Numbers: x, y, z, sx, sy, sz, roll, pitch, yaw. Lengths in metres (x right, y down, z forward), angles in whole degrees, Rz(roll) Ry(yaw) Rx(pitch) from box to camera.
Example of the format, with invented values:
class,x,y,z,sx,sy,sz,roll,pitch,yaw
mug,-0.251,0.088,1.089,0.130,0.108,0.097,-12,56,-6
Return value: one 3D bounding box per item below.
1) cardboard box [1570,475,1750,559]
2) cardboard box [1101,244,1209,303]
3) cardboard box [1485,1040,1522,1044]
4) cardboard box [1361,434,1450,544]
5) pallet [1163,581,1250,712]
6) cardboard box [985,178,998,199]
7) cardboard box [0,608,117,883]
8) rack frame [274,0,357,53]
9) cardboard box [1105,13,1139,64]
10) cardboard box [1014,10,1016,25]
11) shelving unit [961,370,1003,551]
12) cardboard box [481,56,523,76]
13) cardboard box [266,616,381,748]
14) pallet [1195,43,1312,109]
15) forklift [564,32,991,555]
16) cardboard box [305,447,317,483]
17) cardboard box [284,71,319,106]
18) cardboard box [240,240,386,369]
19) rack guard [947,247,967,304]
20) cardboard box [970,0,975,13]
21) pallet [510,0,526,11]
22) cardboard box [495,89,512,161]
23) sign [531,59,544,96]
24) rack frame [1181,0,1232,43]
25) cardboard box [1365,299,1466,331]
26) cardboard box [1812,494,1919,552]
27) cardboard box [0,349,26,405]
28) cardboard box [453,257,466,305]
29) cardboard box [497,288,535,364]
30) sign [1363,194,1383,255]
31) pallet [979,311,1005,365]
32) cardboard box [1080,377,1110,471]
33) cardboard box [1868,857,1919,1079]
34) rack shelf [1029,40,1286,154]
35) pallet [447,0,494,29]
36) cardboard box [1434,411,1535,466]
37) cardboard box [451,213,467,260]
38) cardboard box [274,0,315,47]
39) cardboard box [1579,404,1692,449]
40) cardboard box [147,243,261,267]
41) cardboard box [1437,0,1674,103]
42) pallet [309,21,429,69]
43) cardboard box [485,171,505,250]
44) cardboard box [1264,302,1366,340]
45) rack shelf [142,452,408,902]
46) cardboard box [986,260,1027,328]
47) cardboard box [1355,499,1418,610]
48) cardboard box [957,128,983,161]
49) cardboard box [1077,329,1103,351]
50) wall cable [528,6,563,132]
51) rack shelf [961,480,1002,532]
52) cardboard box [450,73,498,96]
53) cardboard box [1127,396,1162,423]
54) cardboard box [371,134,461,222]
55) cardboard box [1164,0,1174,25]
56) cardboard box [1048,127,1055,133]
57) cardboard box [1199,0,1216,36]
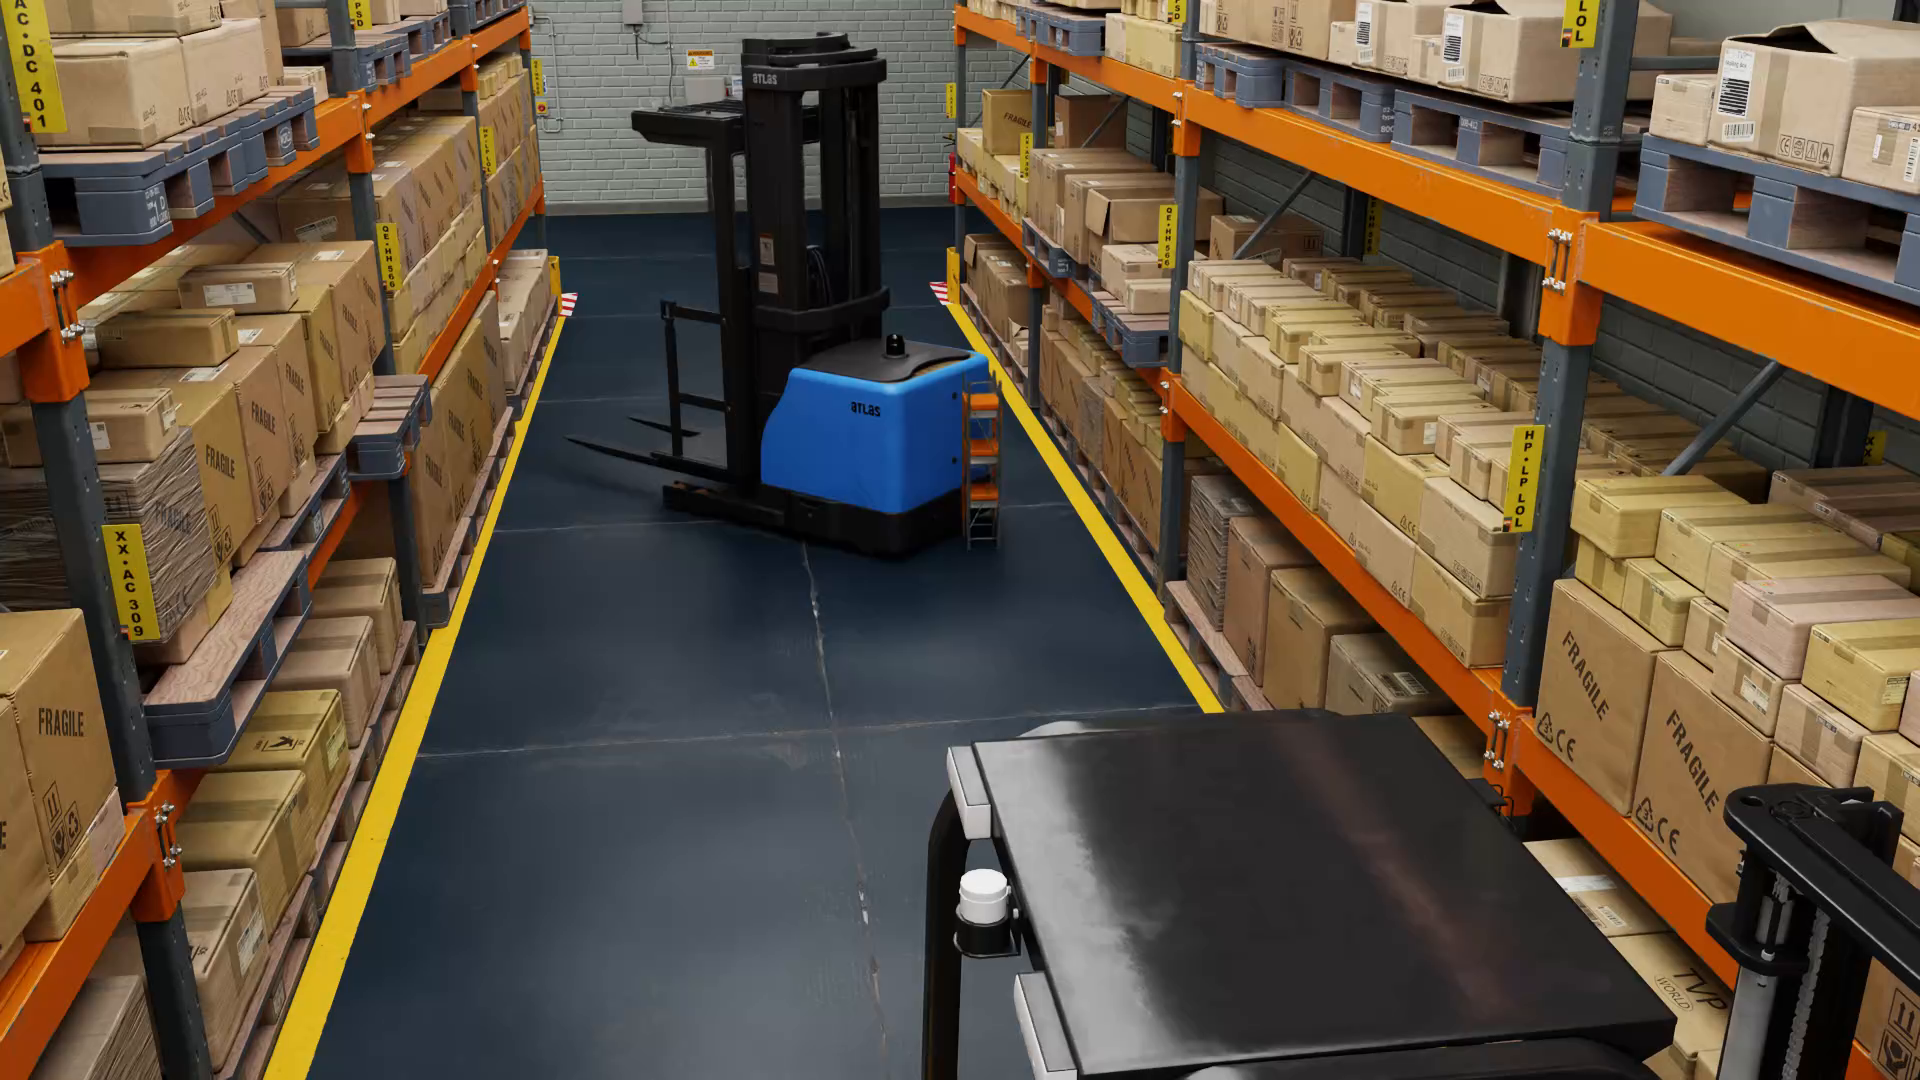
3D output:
class,x,y,z,sx,sy,sz,roll,pitch,yaw
cardboard box,1.937,-0.067,4.614,0.380,0.149,0.250,-2,21,-7
cardboard box,1.136,-1.563,9.728,0.500,0.250,0.500,-4,21,-10
cardboard box,1.927,1.573,5.047,0.500,0.250,0.500,-3,21,-7
cardboard box,1.780,-0.201,5.968,0.500,0.250,0.500,-3,21,-9
pallet,1.689,0.506,8.560,1.003,0.211,1.213,-3,21,-8
cardboard box,0.426,-3.073,14.517,0.380,0.149,0.250,-2,21,-7
cardboard box,-2.416,0.504,4.011,0.500,0.500,0.500,-3,21,-9
rack frame,-3.303,-3.646,7.117,1.000,3.000,0.127,-3,21,-8
cardboard box,1.149,-2.935,9.715,0.500,0.250,0.500,-3,21,-8
cardboard box,0.625,-4.048,12.839,0.380,0.149,0.250,-2,21,-6
shelving unit,0.129,-0.476,9.989,0.215,1.050,0.252,-2,21,-6
cardboard box,-4.025,-4.139,14.511,0.380,0.149,0.250,-3,21,-8
cardboard box,-3.117,0.650,7.345,0.950,0.372,0.625,-3,21,-9
pallet,1.795,-2.174,7.732,1.213,0.211,1.003,-2,21,-5
forklift,-1.307,-1.670,10.499,3.031,2.935,1.130,14,24,32
cardboard box,-2.721,-0.281,6.440,0.380,0.149,0.250,-4,21,-9
cardboard box,-3.006,-1.939,7.193,0.380,0.149,0.250,-3,21,-8
cardboard box,-2.962,-1.075,7.640,0.500,0.500,0.500,-4,21,-9
rack guard,0.466,-2.660,16.624,1.175,0.500,0.348,-3,21,-8
cardboard box,0.289,-4.752,14.724,0.380,0.149,0.250,-2,21,-7
pallet,-4.339,-4.713,14.387,1.003,0.211,1.213,-3,21,-8
cardboard box,-3.838,-3.266,13.102,0.500,0.500,0.500,-3,21,-7
sign,-3.917,-4.282,15.399,0.100,0.325,0.005,-3,21,-8
rack frame,1.608,-3.898,7.791,1.000,3.000,0.127,-3,21,-8
cardboard box,2.046,-0.982,7.489,0.380,0.149,0.250,-3,21,-8
cardboard box,2.525,-0.008,4.456,0.380,0.149,0.250,-3,21,-9
cardboard box,-3.129,-0.524,5.237,0.380,0.149,0.250,-4,21,-9
cardboard box,-3.439,-1.656,10.577,0.500,0.250,0.500,-3,21,-9
cardboard box,-3.993,-1.750,13.676,0.875,0.438,0.875,-4,21,-9
sign,2.157,-1.659,8.716,0.100,0.325,0.005,-3,21,-8
pallet,0.755,-1.827,14.807,1.003,0.211,1.213,-3,21,-8
cardboard box,1.102,-0.783,10.997,0.500,0.500,0.500,-4,21,-10
cardboard box,2.208,0.947,3.250,0.500,0.500,0.500,-3,21,-7
rack shelf,1.320,-2.848,10.296,1.077,0.370,4.000,-3,21,-8
pallet,-3.987,-3.868,12.125,1.003,0.211,1.213,-3,21,-8
cardboard box,1.878,-0.336,5.759,0.380,0.149,0.250,-3,21,-8
cardboard box,-3.415,-1.893,10.496,0.500,0.250,0.500,-2,21,-6
cardboard box,-3.507,-2.609,7.880,0.797,0.503,0.637,-4,21,-11
cardboard box,2.325,-0.368,5.844,0.380,0.149,0.250,-3,21,-8
cardboard box,-3.467,-1.051,7.575,0.500,0.500,0.500,-4,21,-9
cardboard box,1.840,-1.548,5.170,0.500,0.311,0.500,-4,21,-9
pallet,-3.612,-2.760,9.301,1.003,0.211,1.213,-2,21,-5
cardboard box,-3.688,-2.443,12.328,0.500,0.500,0.500,-2,21,-6
cardboard box,1.581,-0.958,7.423,0.380,0.149,0.250,-3,21,-7
rack shelf,-3.015,0.194,6.439,1.077,0.370,4.000,-3,21,-8
cardboard box,0.512,-2.180,14.740,0.500,0.500,0.500,-3,21,-7
cardboard box,1.776,0.033,6.056,0.500,0.250,0.500,-3,21,-8
cardboard box,0.254,-3.756,15.774,0.500,0.250,0.500,-3,21,-7
cardboard box,1.038,-1.390,11.696,0.380,0.149,0.250,-3,21,-9
wall cable,-5.292,-6.047,20.624,0.585,1.953,0.123,-3,21,-8
rack shelf,0.129,-0.205,10.090,0.215,0.259,0.240,-2,21,-6
cardboard box,-3.784,-3.519,12.852,0.380,0.149,0.250,-4,21,-9
cardboard box,1.222,-0.762,10.014,0.380,0.149,0.250,-4,21,-10
cardboard box,-3.431,-2.239,10.351,0.500,0.500,0.500,-2,21,-6
cardboard box,1.301,-2.810,8.811,0.380,0.149,0.250,-3,21,-9
cardboard box,0.784,-3.781,15.840,0.500,0.250,0.500,-2,21,-6
cardboard box,1.358,-2.491,7.901,0.380,0.166,0.250,-3,21,-8
